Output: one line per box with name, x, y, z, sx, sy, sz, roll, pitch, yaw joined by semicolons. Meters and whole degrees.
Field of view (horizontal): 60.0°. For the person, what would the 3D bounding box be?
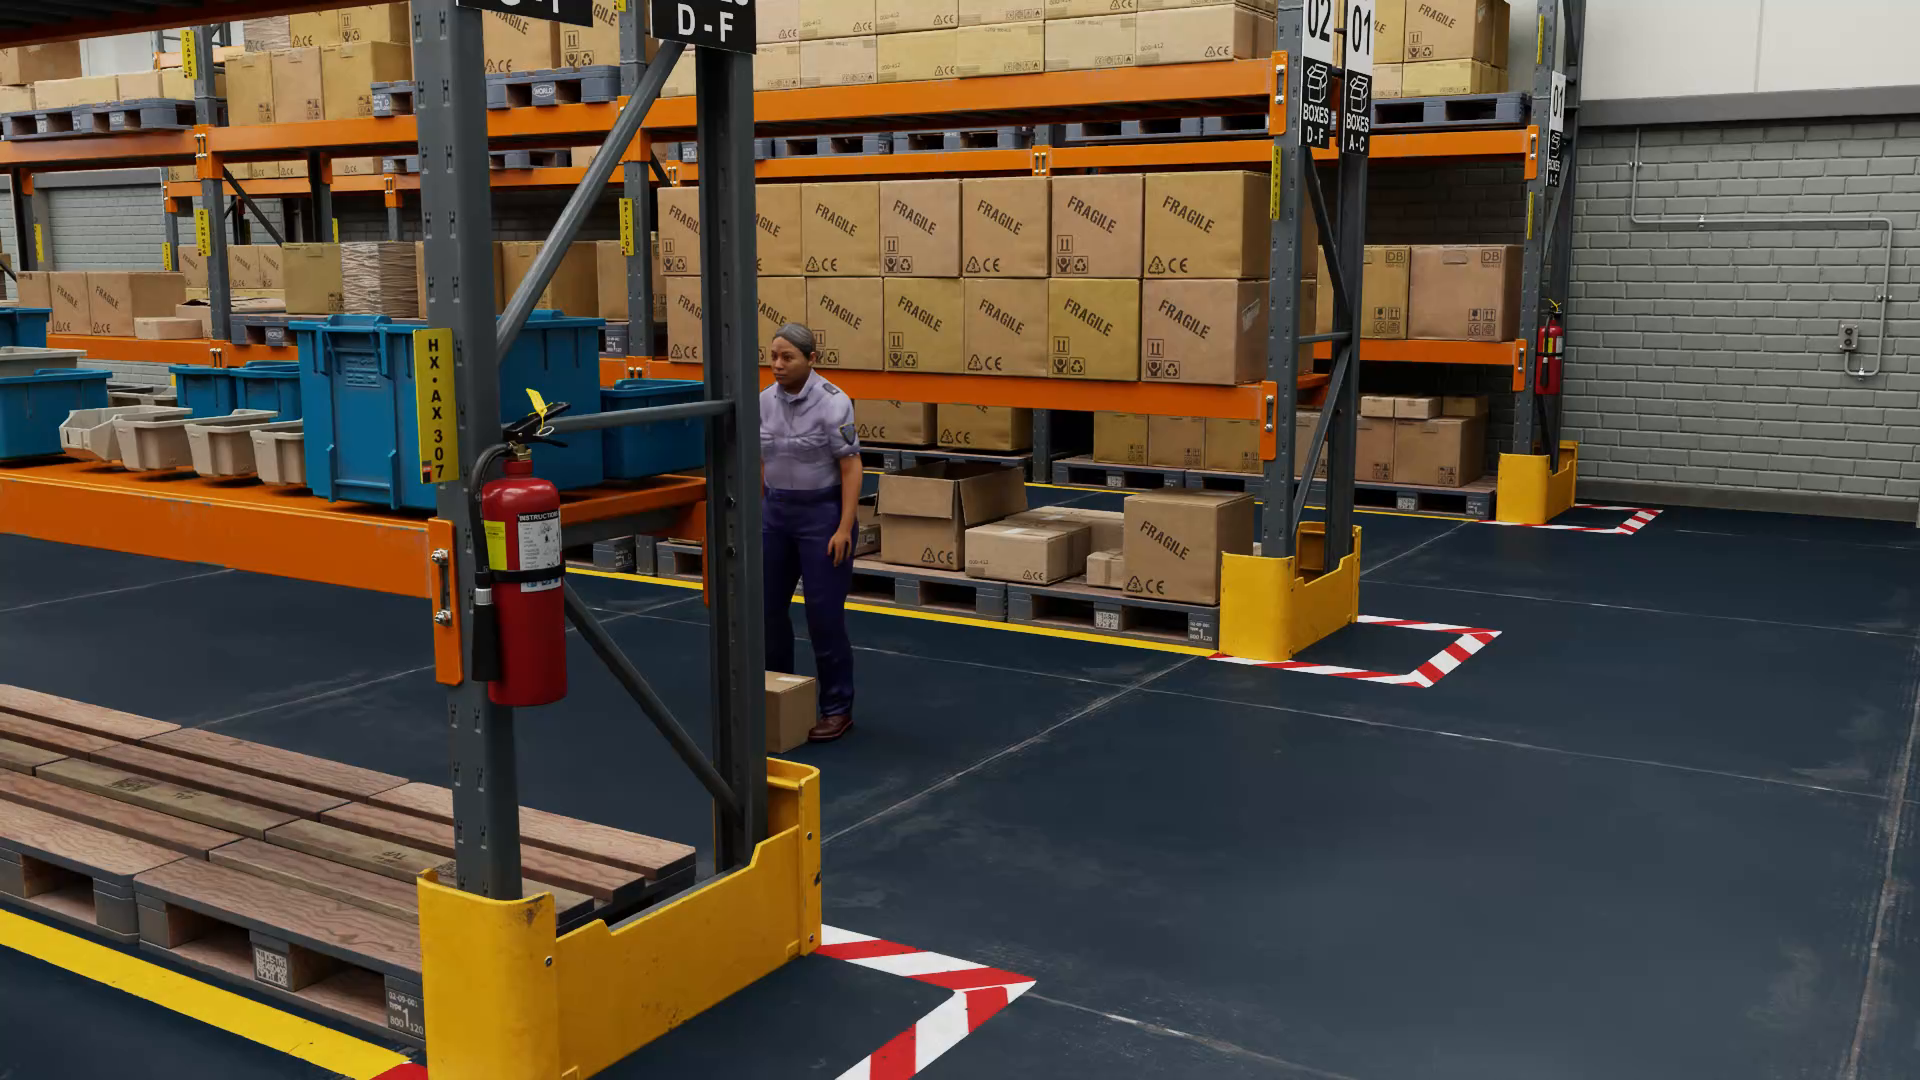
person;-0.635;-0.039;6.681;0.539;1.638;0.370;6;11;31
